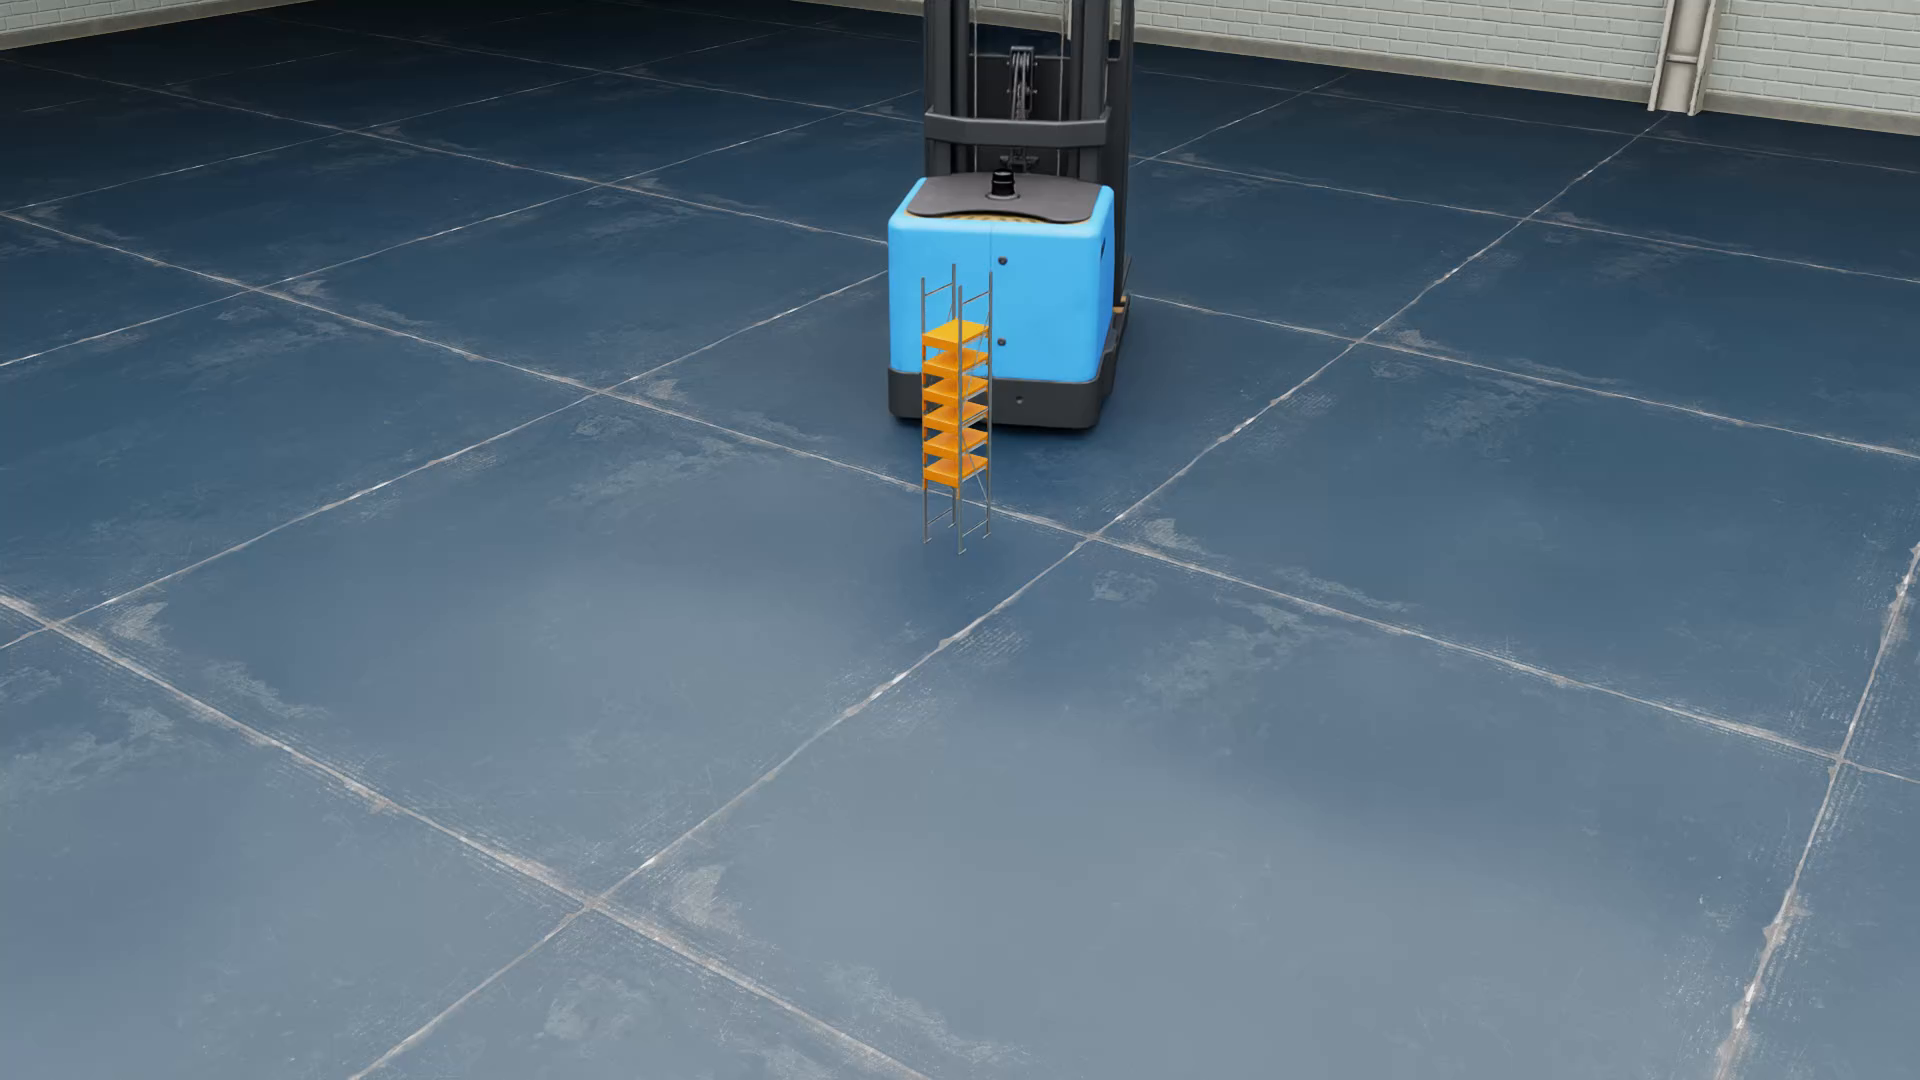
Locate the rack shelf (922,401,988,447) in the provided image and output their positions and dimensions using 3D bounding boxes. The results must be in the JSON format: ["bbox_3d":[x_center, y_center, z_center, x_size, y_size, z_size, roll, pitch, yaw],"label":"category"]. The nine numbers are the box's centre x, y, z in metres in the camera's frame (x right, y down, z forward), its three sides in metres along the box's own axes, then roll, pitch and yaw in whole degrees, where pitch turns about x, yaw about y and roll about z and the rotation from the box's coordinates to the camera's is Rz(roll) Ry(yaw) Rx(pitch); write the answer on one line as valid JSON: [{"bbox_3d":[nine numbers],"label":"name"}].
[{"bbox_3d":[-0.012,-0.499,7.005,0.180,0.103,0.258,17,32,30],"label":"rack shelf"}]

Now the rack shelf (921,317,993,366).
[{"bbox_3d":[-0.012,-0.820,6.842,0.180,0.103,0.258,17,32,30],"label":"rack shelf"}]

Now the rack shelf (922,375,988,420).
[{"bbox_3d":[-0.012,-0.606,6.951,0.180,0.103,0.258,17,32,30],"label":"rack shelf"}]

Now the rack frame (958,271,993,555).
[{"bbox_3d":[0.063,-0.515,6.939,0.006,1.200,0.240,17,32,30],"label":"rack frame"}]

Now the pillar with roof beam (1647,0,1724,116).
[{"bbox_3d":[3.902,-6.218,9.547,0.400,9.000,9.100,17,32,30],"label":"pillar with roof beam"}]

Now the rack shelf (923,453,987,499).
[{"bbox_3d":[-0.012,-0.285,7.114,0.180,0.103,0.258,17,32,30],"label":"rack shelf"}]

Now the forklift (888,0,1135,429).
[{"bbox_3d":[0.394,-2.497,8.926,1.130,2.935,3.031,4,27,9],"label":"forklift"}]

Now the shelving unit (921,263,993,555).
[{"bbox_3d":[-0.012,-0.538,6.985,0.189,1.200,0.258,17,32,30],"label":"shelving unit"}]

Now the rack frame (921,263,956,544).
[{"bbox_3d":[-0.087,-0.562,7.031,0.006,1.200,0.240,17,32,30],"label":"rack frame"}]

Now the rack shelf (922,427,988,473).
[{"bbox_3d":[-0.012,-0.392,7.060,0.180,0.103,0.258,17,32,30],"label":"rack shelf"}]

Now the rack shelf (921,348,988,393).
[{"bbox_3d":[-0.012,-0.713,6.896,0.180,0.103,0.258,17,32,30],"label":"rack shelf"}]

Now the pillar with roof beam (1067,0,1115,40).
[{"bbox_3d":[-1.043,-7.759,12.575,0.400,9.000,9.100,17,32,30],"label":"pillar with roof beam"}]
